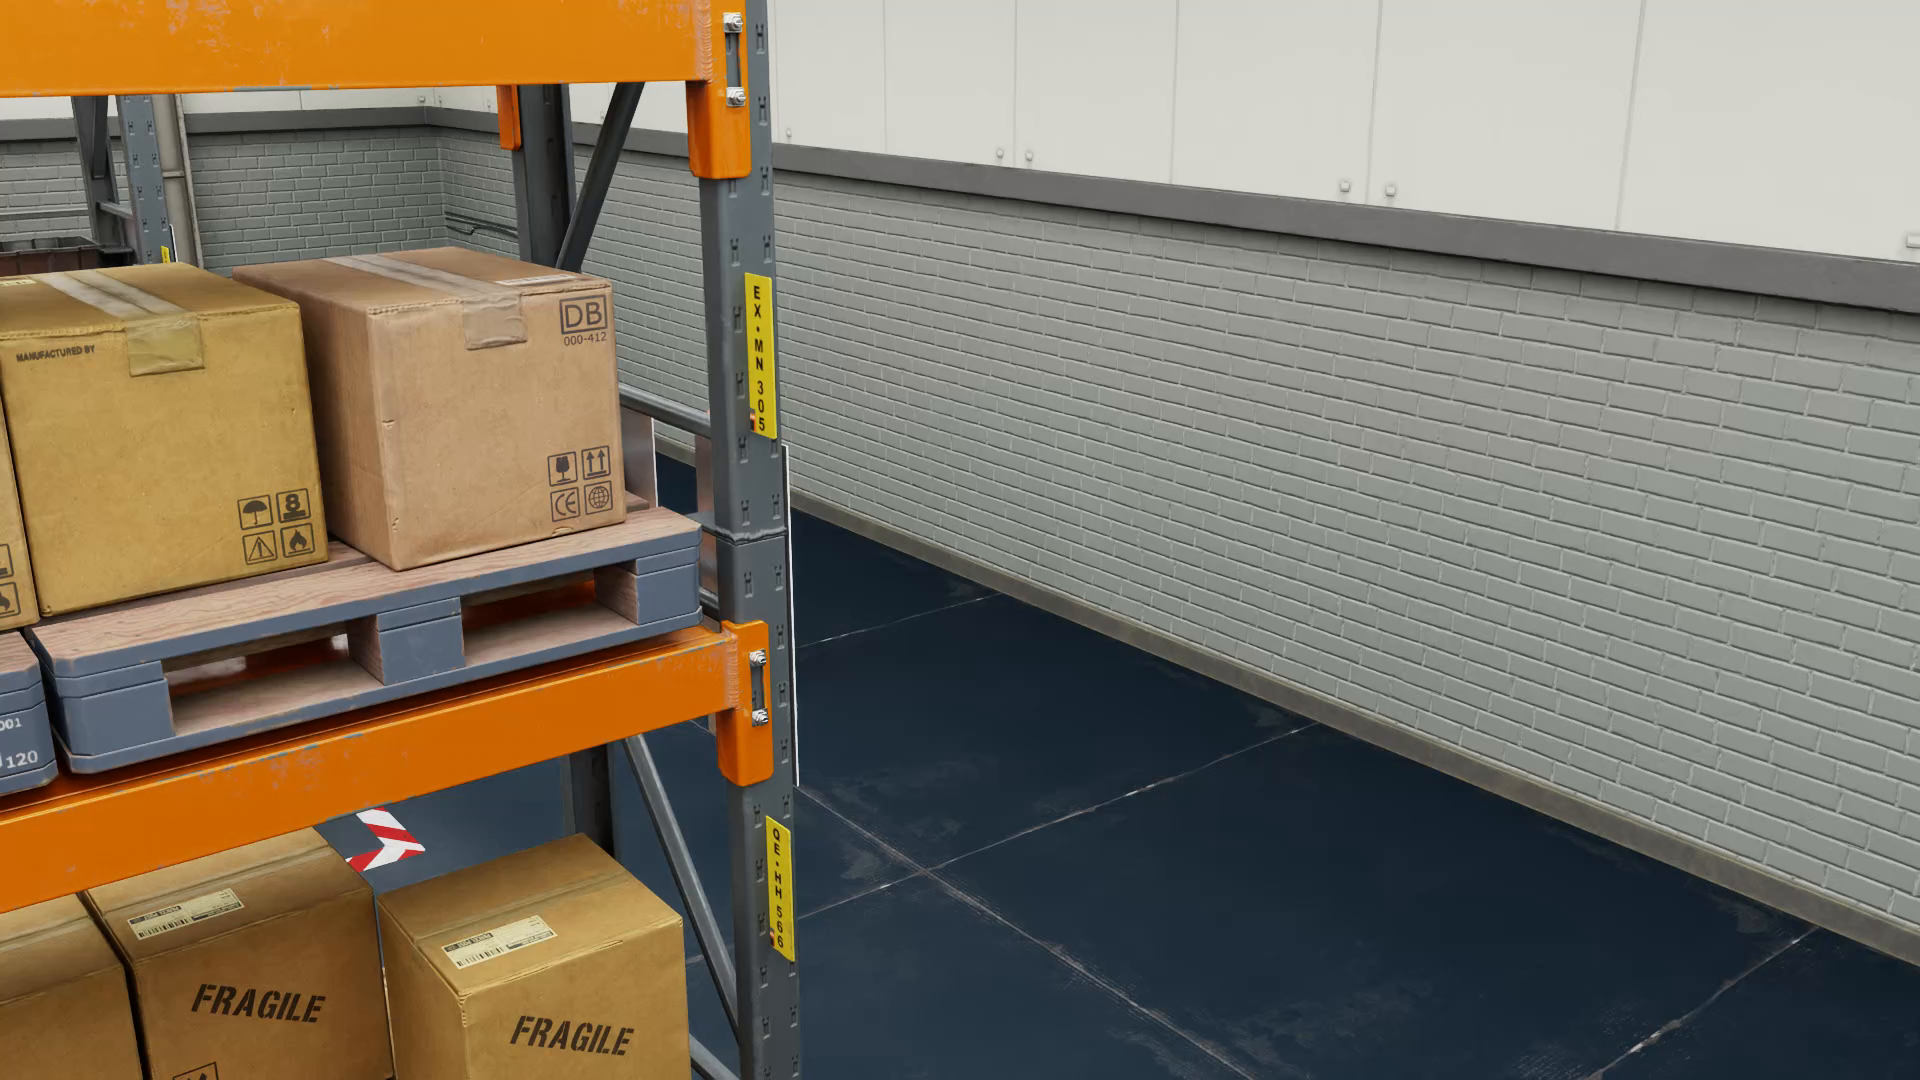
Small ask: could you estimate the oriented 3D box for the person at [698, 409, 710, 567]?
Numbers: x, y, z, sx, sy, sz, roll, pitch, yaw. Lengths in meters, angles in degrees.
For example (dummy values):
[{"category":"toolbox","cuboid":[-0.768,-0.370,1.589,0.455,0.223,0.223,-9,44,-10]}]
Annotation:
[{"category":"person","cuboid":[-1.466,-0.015,10.622,0.419,1.775,0.655,-15,23,-39]}]
